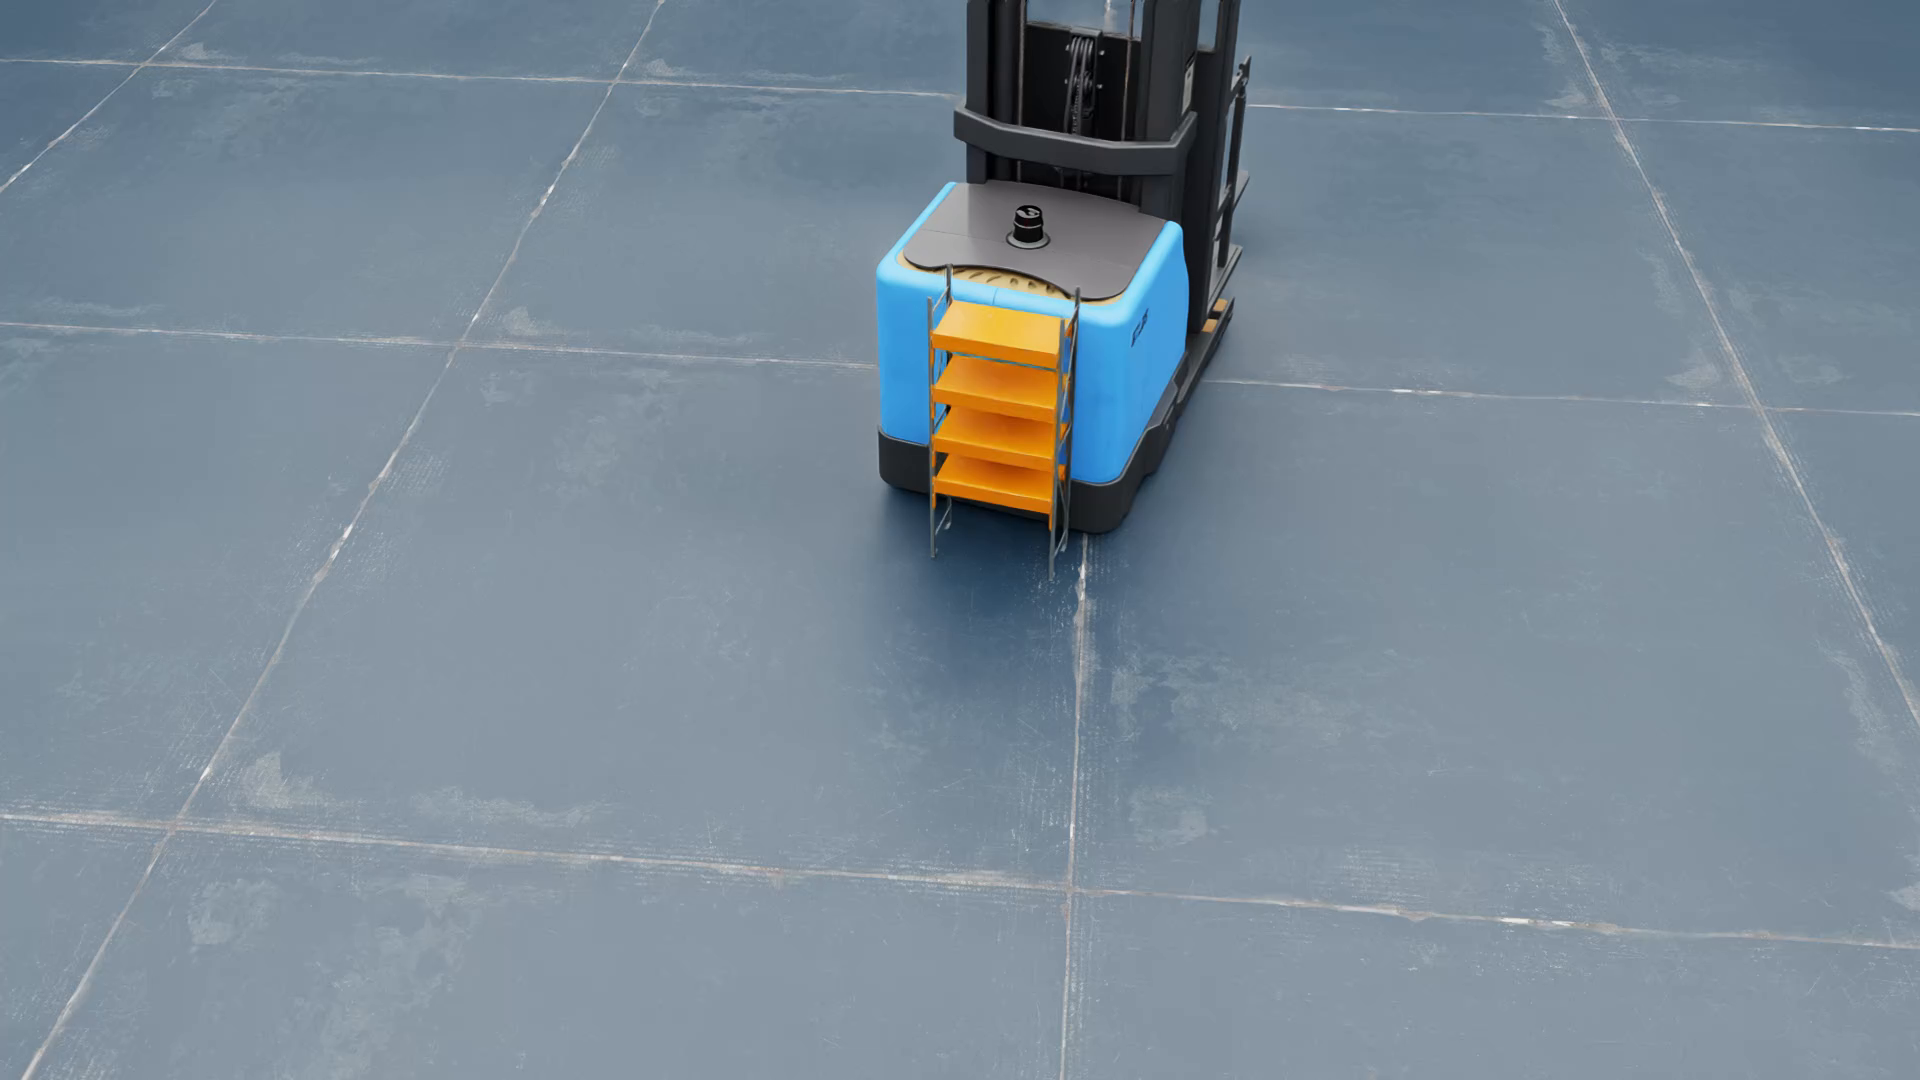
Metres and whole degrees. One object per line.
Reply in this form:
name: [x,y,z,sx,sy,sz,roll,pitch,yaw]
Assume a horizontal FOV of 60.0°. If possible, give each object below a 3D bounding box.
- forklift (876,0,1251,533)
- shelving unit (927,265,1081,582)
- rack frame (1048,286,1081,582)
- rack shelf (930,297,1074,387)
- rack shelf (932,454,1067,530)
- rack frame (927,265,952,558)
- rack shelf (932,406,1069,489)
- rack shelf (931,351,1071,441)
forklift: [0.667,-2.099,7.007,1.130,2.935,3.031,14,41,16]
shelving unit: [0.159,-0.420,6.315,0.503,1.200,0.258,11,40,13]
rack frame: [0.391,-0.374,6.258,0.015,1.200,0.240,11,40,13]
rack shelf: [0.159,-0.724,6.067,0.480,0.148,0.258,11,40,13]
rack shelf: [0.159,-0.214,6.483,0.480,0.148,0.258,11,40,13]
rack frame: [-0.074,-0.466,6.372,0.015,1.200,0.240,11,40,13]
rack shelf: [0.159,-0.367,6.358,0.480,0.148,0.258,11,40,13]
rack shelf: [0.159,-0.541,6.216,0.480,0.148,0.258,11,40,13]
